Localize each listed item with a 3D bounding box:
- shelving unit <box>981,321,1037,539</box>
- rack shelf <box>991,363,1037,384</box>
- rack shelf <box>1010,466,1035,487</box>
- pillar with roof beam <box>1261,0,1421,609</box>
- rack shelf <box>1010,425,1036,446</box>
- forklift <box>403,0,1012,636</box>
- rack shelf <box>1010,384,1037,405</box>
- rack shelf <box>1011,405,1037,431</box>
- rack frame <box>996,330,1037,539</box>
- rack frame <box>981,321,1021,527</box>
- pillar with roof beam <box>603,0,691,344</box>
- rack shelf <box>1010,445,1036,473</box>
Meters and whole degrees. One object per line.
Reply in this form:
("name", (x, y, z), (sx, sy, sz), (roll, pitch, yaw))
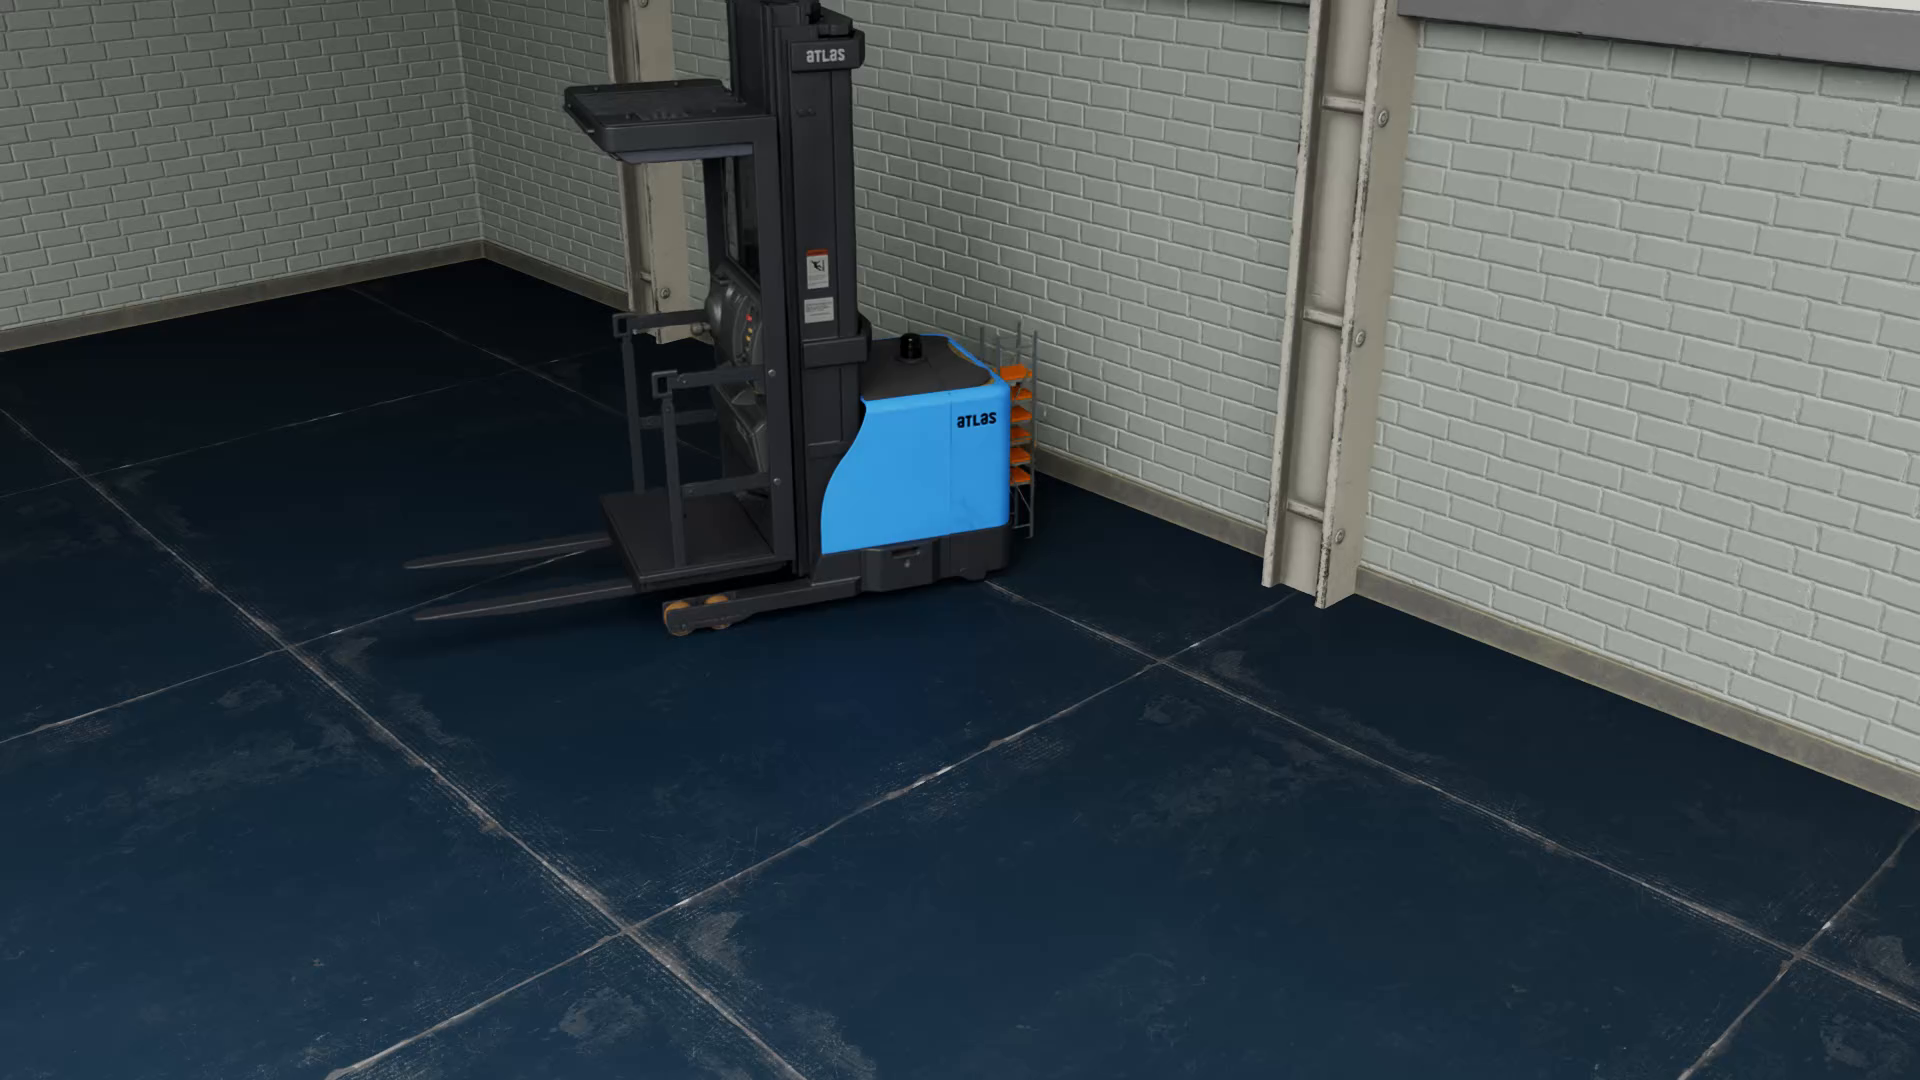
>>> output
("shelving unit", (0.259, -0.573, 9.061), (0.258, 1.200, 0.189), (-11, 27, -24))
("rack shelf", (0.259, -0.860, 8.930), (0.258, 0.103, 0.180), (-11, 27, -24))
("rack shelf", (0.259, -0.314, 9.178), (0.258, 0.103, 0.180), (-11, 27, -24))
("pillar with roof beam", (-1.314, -2.624, 4.161), (9.100, 9.000, 0.400), (-21, 32, -38))
("rack shelf", (0.259, -0.533, 9.079), (0.258, 0.103, 0.180), (-11, 27, -24))
("forklift", (-1.297, -1.108, 8.148), (3.031, 2.935, 1.130), (-9, 26, -19))
("rack shelf", (0.259, -0.751, 8.979), (0.258, 0.103, 0.180), (-11, 27, -24))
("rack shelf", (0.259, -0.642, 9.029), (0.258, 0.103, 0.180), (-11, 27, -24))
("rack frame", (0.299, -0.539, 8.986), (0.240, 1.200, 0.006), (-11, 27, -24))
("rack frame", (0.219, -0.607, 9.135), (0.240, 1.200, 0.006), (-11, 27, -24))
("pillar with roof beam", (-5.415, -4.442, 8.145), (9.100, 9.000, 0.400), (-21, 32, -38))
("rack shelf", (0.259, -0.424, 9.129), (0.258, 0.103, 0.180), (-11, 27, -24))
